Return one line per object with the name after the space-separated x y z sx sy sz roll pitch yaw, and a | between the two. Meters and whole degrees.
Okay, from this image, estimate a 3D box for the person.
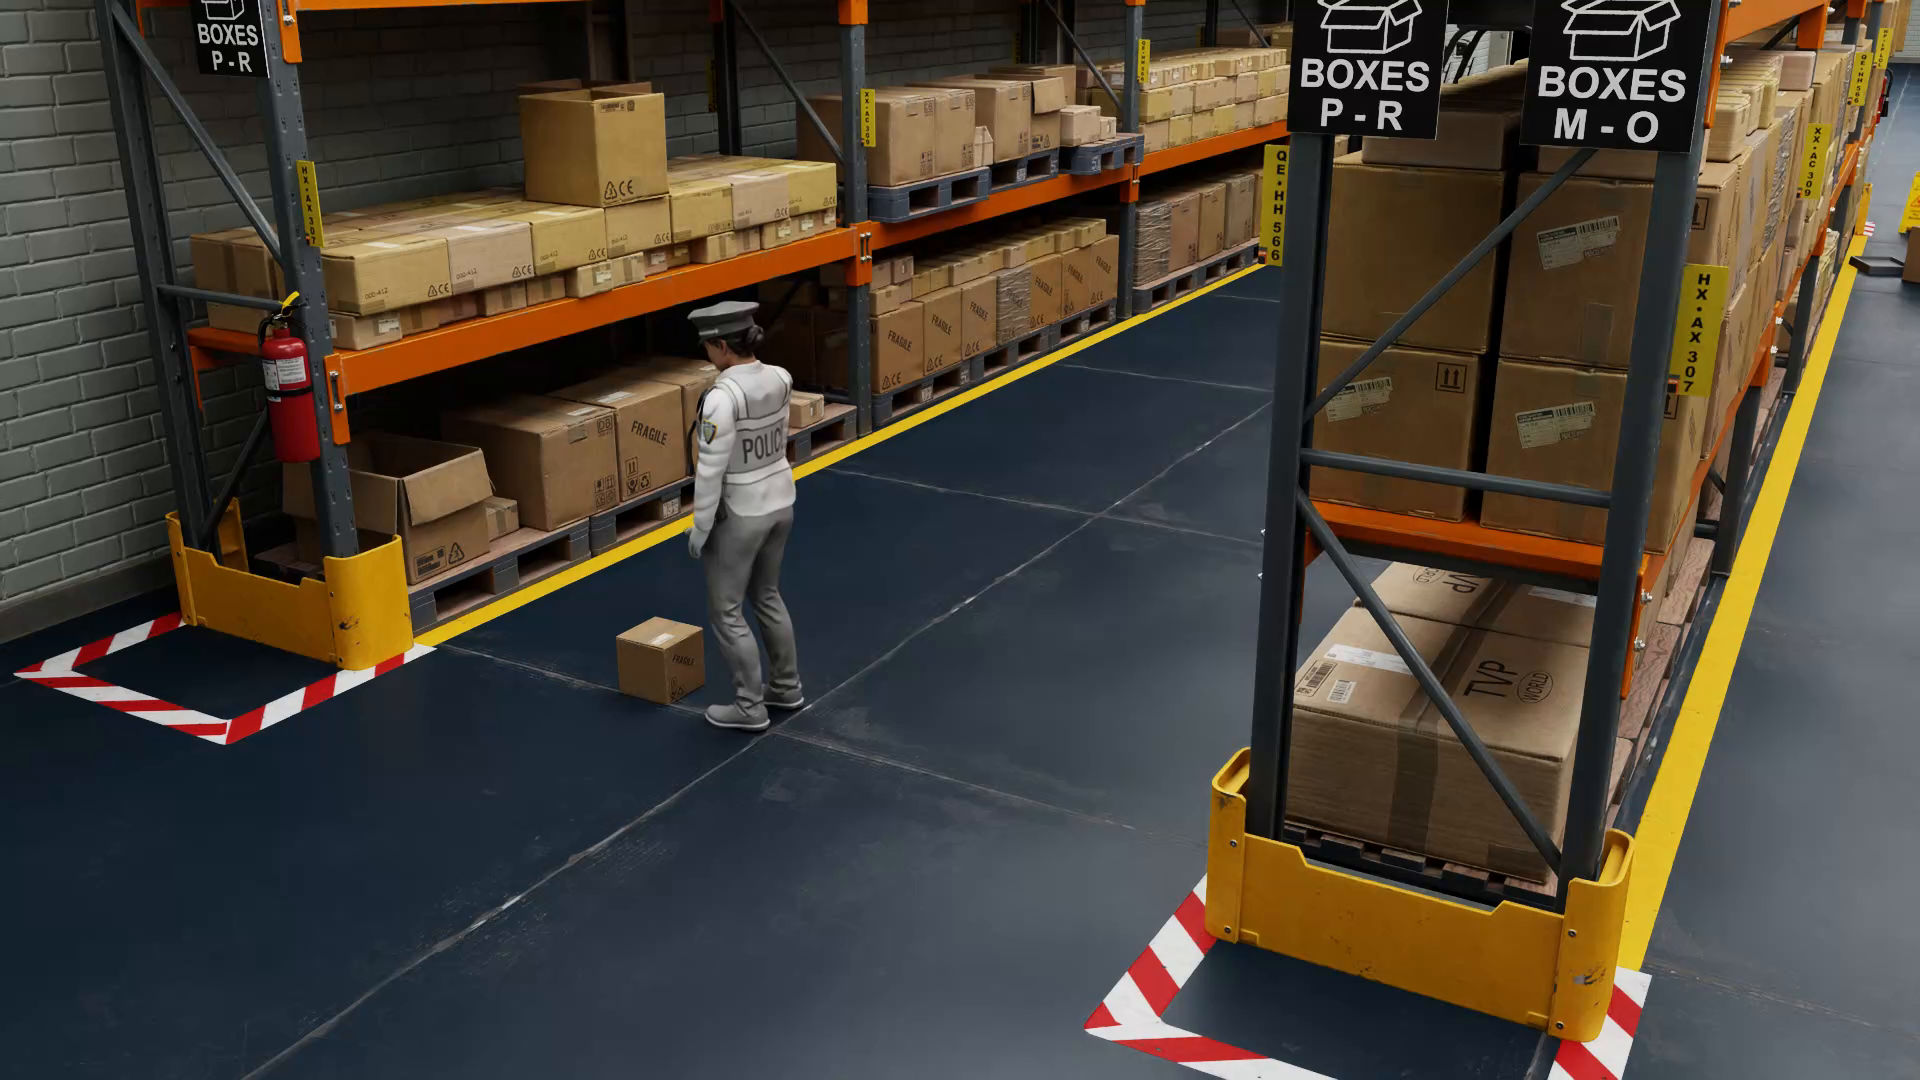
-0.822 -0.079 6.312 0.338 1.659 0.476 11 22 29 | person
